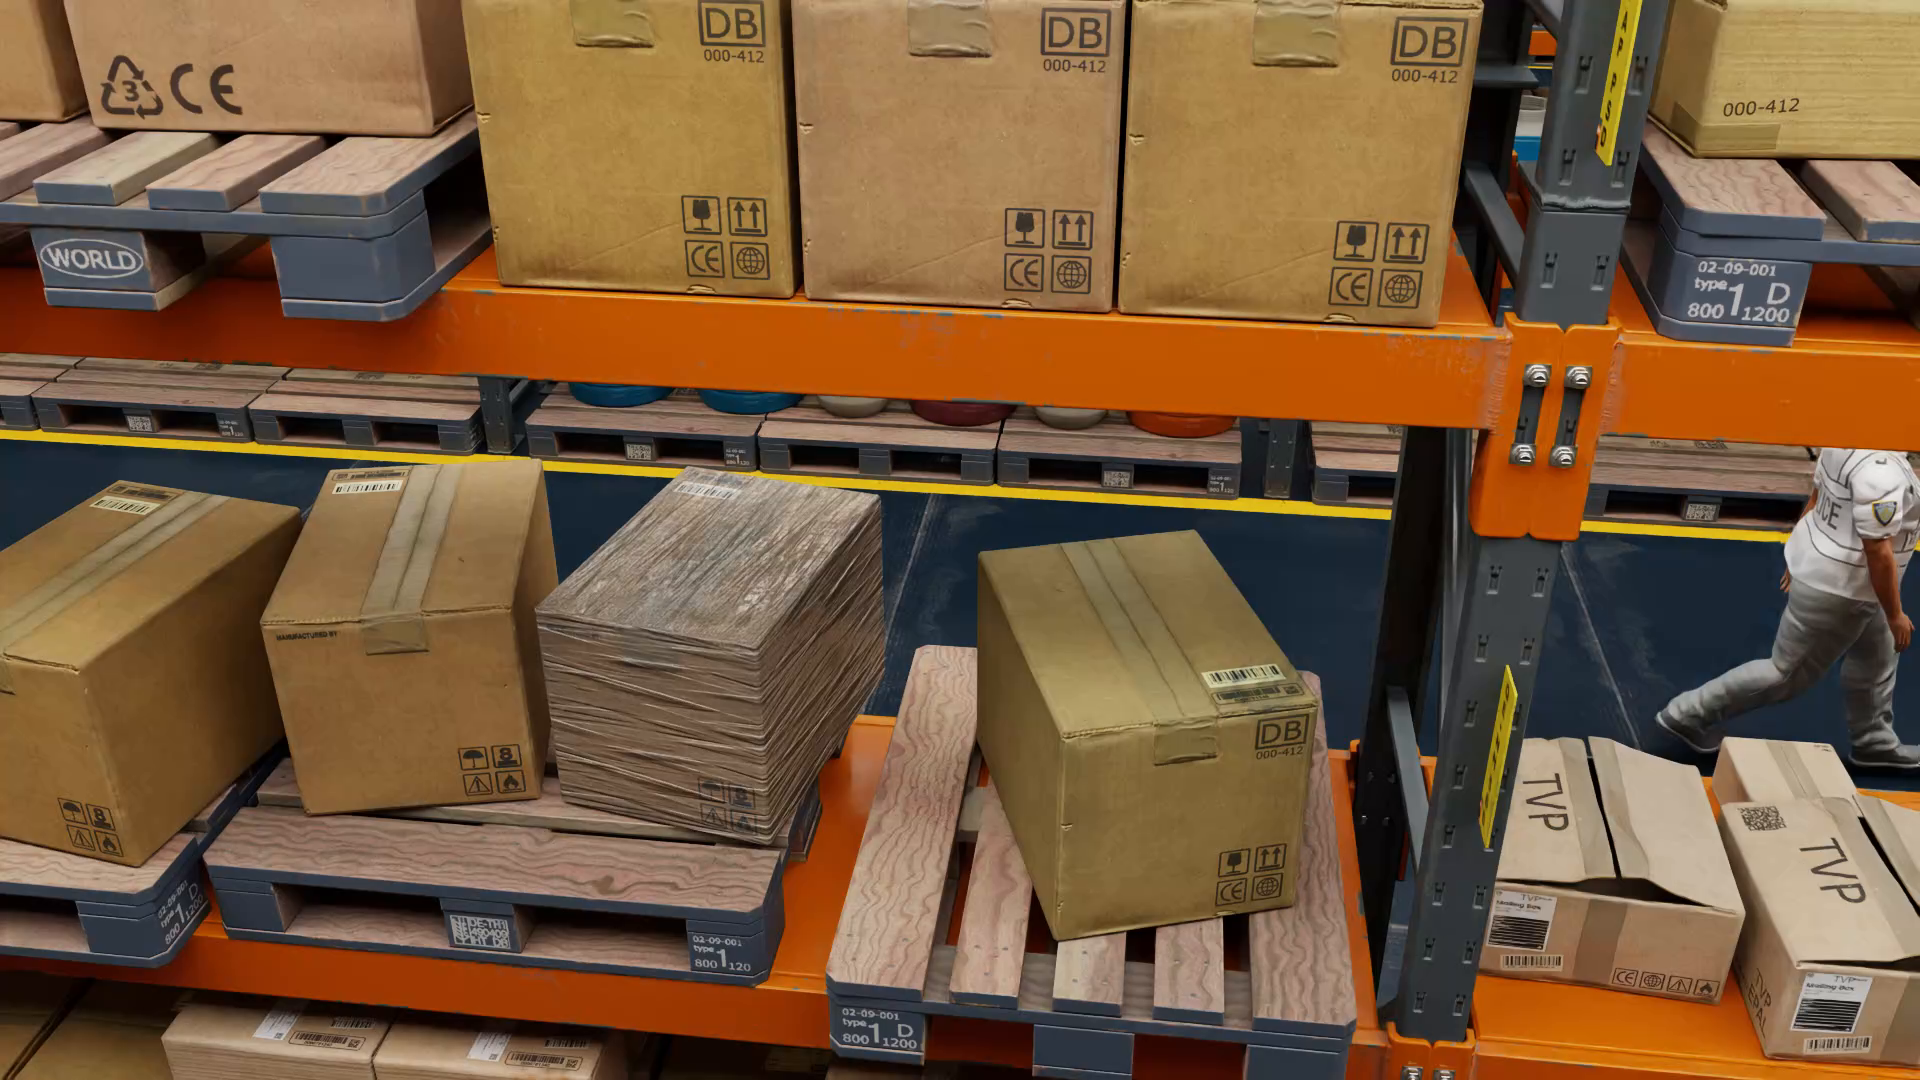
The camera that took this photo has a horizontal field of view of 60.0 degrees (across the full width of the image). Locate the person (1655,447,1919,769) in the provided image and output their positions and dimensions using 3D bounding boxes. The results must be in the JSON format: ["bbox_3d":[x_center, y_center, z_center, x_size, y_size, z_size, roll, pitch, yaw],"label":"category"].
[{"bbox_3d":[3.123,0.136,5.870,1.009,1.612,0.511,9,30,16],"label":"person"}]
